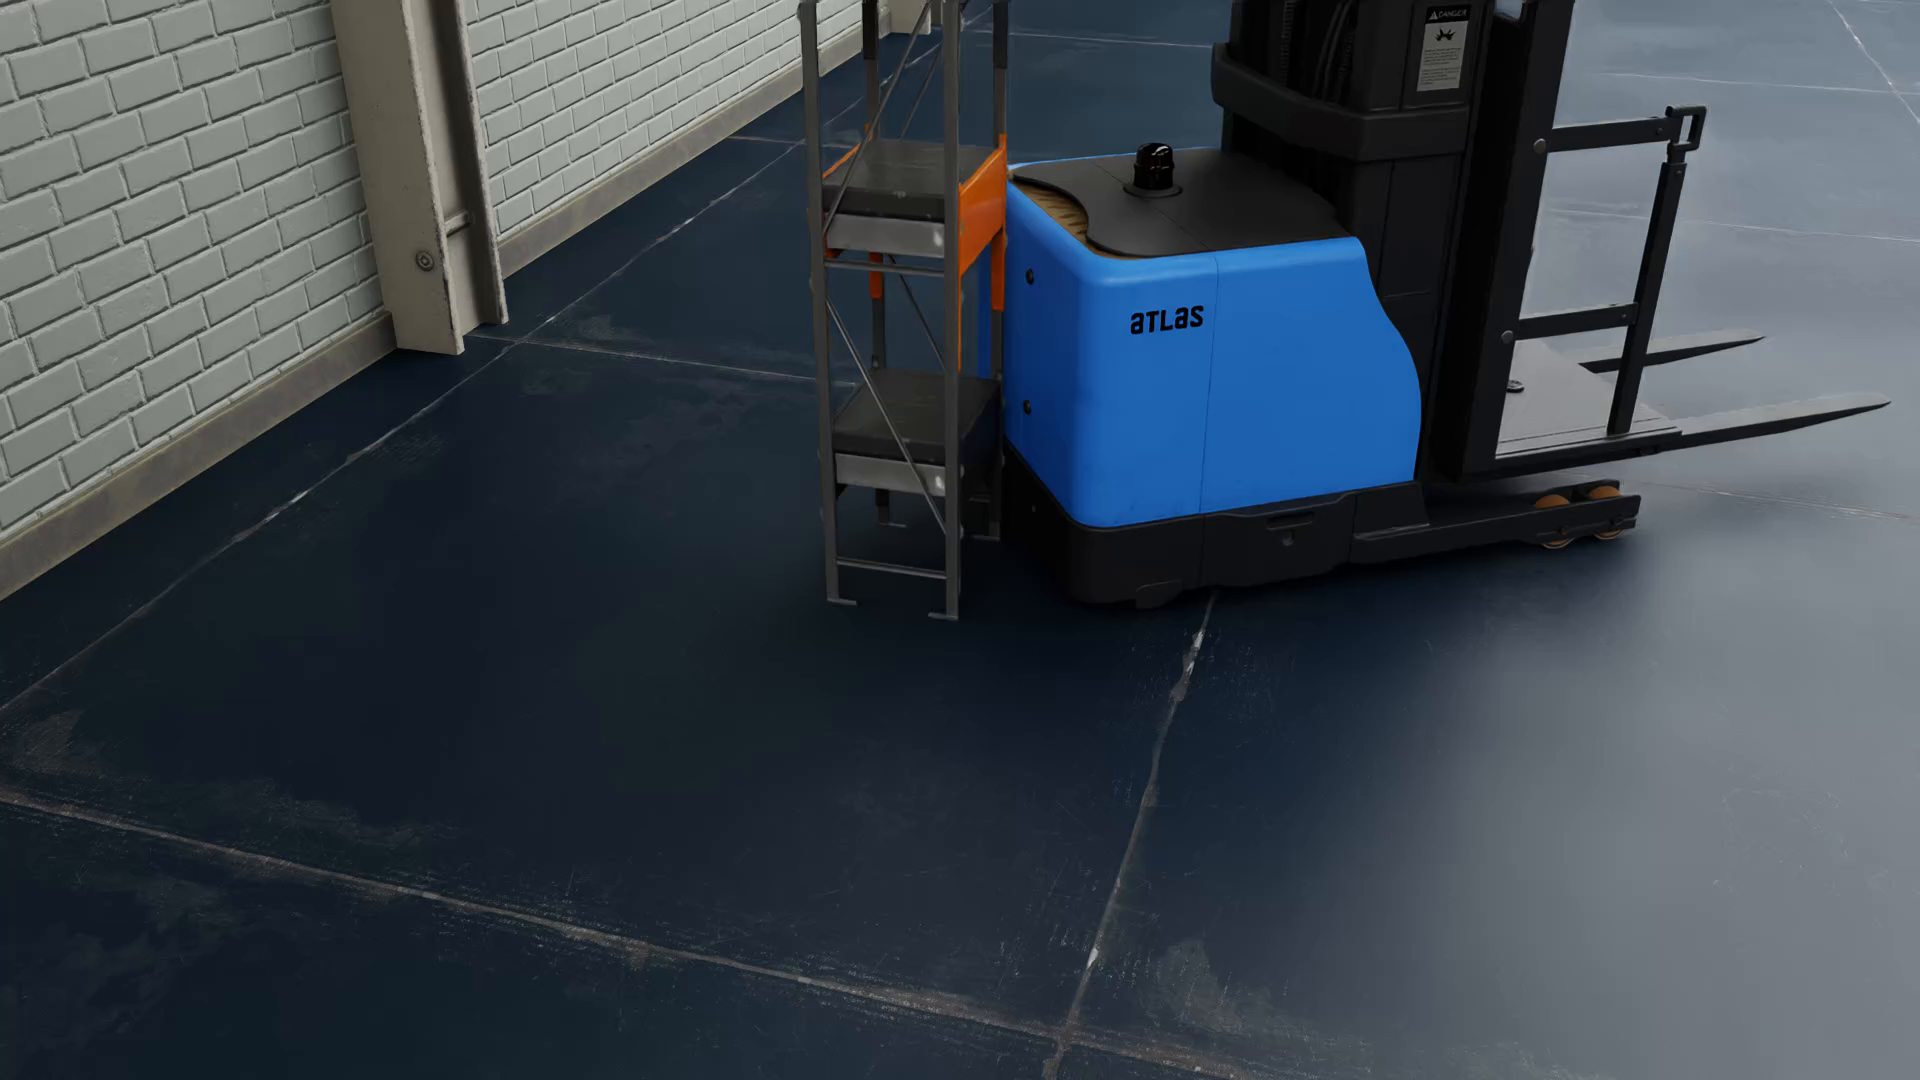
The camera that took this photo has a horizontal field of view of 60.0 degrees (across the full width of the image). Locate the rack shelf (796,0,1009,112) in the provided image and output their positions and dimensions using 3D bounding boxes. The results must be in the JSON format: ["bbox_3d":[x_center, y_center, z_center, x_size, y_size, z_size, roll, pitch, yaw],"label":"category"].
[{"bbox_3d":[-0.132,-1.423,4.237,0.431,0.518,0.480,8,30,14],"label":"rack shelf"}]

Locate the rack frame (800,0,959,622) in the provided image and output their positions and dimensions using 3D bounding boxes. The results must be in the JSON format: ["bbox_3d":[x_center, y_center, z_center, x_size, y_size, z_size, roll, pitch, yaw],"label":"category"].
[{"bbox_3d":[-0.198,-0.709,4.365,0.400,2.100,0.015,8,30,14],"label":"rack frame"}]

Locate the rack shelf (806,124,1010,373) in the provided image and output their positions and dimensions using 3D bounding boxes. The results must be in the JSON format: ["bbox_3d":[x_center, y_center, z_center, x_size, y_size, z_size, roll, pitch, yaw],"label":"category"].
[{"bbox_3d":[-0.132,-0.812,4.577,0.431,0.518,0.480,8,30,14],"label":"rack shelf"}]

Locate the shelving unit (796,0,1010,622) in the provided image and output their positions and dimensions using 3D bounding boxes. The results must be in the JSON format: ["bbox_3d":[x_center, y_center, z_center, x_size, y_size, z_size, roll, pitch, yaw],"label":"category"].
[{"bbox_3d":[-0.133,-0.823,4.569,0.431,2.100,0.499,8,30,14],"label":"shelving unit"}]

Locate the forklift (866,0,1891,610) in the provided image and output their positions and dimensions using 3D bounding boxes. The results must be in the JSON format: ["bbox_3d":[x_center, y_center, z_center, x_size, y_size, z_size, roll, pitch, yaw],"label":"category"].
[{"bbox_3d":[1.438,-1.460,4.860,3.409,2.935,1.130,-9,30,-15],"label":"forklift"}]

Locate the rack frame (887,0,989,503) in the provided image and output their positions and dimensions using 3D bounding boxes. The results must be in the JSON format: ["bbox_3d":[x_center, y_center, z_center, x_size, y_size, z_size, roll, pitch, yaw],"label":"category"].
[{"bbox_3d":[-0.068,-0.938,4.776,0.380,1.831,0.006,8,30,14],"label":"rack frame"}]

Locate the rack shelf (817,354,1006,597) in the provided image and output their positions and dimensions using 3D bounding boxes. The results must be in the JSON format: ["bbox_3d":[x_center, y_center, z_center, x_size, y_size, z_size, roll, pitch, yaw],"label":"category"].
[{"bbox_3d":[-0.132,-0.200,4.917,0.431,0.518,0.480,8,30,14],"label":"rack shelf"}]

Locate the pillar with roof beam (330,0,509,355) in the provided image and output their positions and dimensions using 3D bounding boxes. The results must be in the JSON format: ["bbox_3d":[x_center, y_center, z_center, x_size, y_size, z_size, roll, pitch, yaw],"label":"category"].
[{"bbox_3d":[2.043,-4.162,3.474,9.100,9.000,0.400,8,30,15],"label":"pillar with roof beam"}]
